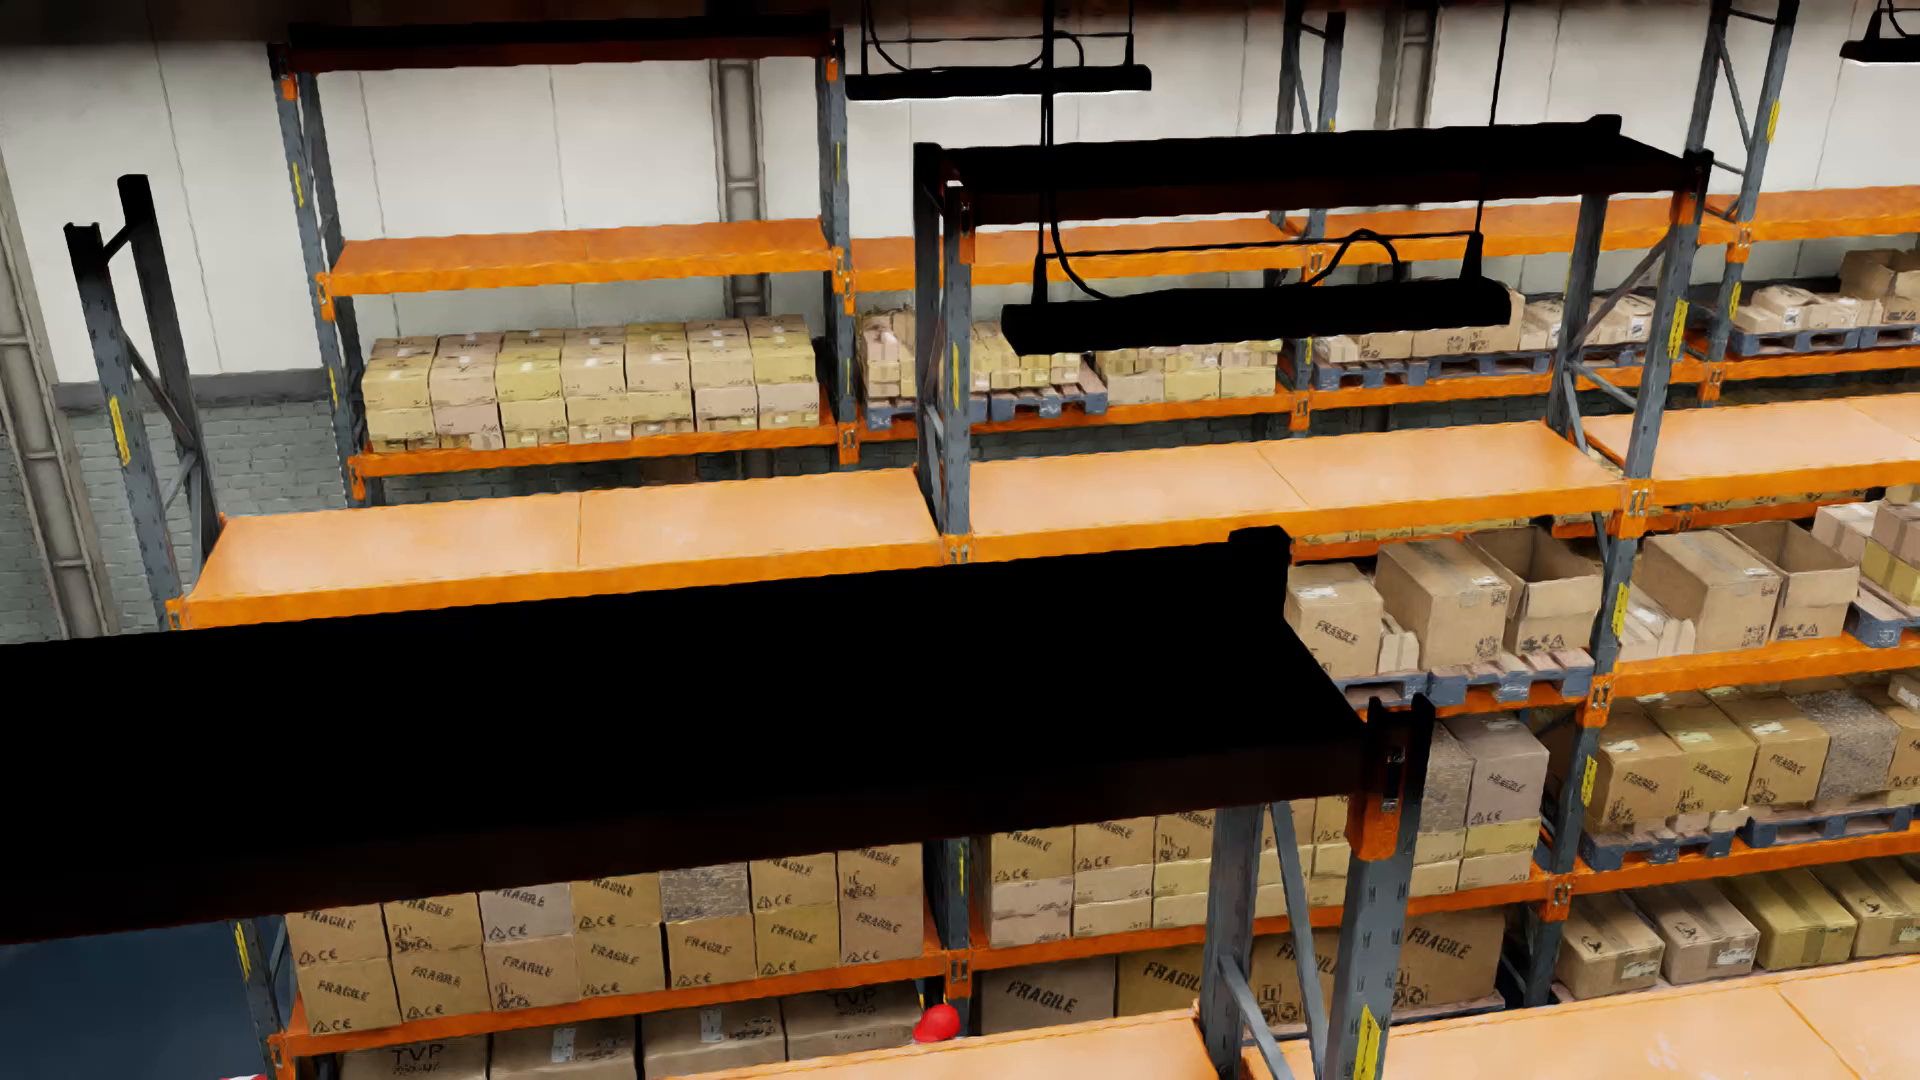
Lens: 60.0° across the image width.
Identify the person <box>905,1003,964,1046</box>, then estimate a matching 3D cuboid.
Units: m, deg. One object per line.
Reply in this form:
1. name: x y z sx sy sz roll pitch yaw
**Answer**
1. person: -0.108 3.345 9.330 0.587 1.826 0.401 2 26 4
